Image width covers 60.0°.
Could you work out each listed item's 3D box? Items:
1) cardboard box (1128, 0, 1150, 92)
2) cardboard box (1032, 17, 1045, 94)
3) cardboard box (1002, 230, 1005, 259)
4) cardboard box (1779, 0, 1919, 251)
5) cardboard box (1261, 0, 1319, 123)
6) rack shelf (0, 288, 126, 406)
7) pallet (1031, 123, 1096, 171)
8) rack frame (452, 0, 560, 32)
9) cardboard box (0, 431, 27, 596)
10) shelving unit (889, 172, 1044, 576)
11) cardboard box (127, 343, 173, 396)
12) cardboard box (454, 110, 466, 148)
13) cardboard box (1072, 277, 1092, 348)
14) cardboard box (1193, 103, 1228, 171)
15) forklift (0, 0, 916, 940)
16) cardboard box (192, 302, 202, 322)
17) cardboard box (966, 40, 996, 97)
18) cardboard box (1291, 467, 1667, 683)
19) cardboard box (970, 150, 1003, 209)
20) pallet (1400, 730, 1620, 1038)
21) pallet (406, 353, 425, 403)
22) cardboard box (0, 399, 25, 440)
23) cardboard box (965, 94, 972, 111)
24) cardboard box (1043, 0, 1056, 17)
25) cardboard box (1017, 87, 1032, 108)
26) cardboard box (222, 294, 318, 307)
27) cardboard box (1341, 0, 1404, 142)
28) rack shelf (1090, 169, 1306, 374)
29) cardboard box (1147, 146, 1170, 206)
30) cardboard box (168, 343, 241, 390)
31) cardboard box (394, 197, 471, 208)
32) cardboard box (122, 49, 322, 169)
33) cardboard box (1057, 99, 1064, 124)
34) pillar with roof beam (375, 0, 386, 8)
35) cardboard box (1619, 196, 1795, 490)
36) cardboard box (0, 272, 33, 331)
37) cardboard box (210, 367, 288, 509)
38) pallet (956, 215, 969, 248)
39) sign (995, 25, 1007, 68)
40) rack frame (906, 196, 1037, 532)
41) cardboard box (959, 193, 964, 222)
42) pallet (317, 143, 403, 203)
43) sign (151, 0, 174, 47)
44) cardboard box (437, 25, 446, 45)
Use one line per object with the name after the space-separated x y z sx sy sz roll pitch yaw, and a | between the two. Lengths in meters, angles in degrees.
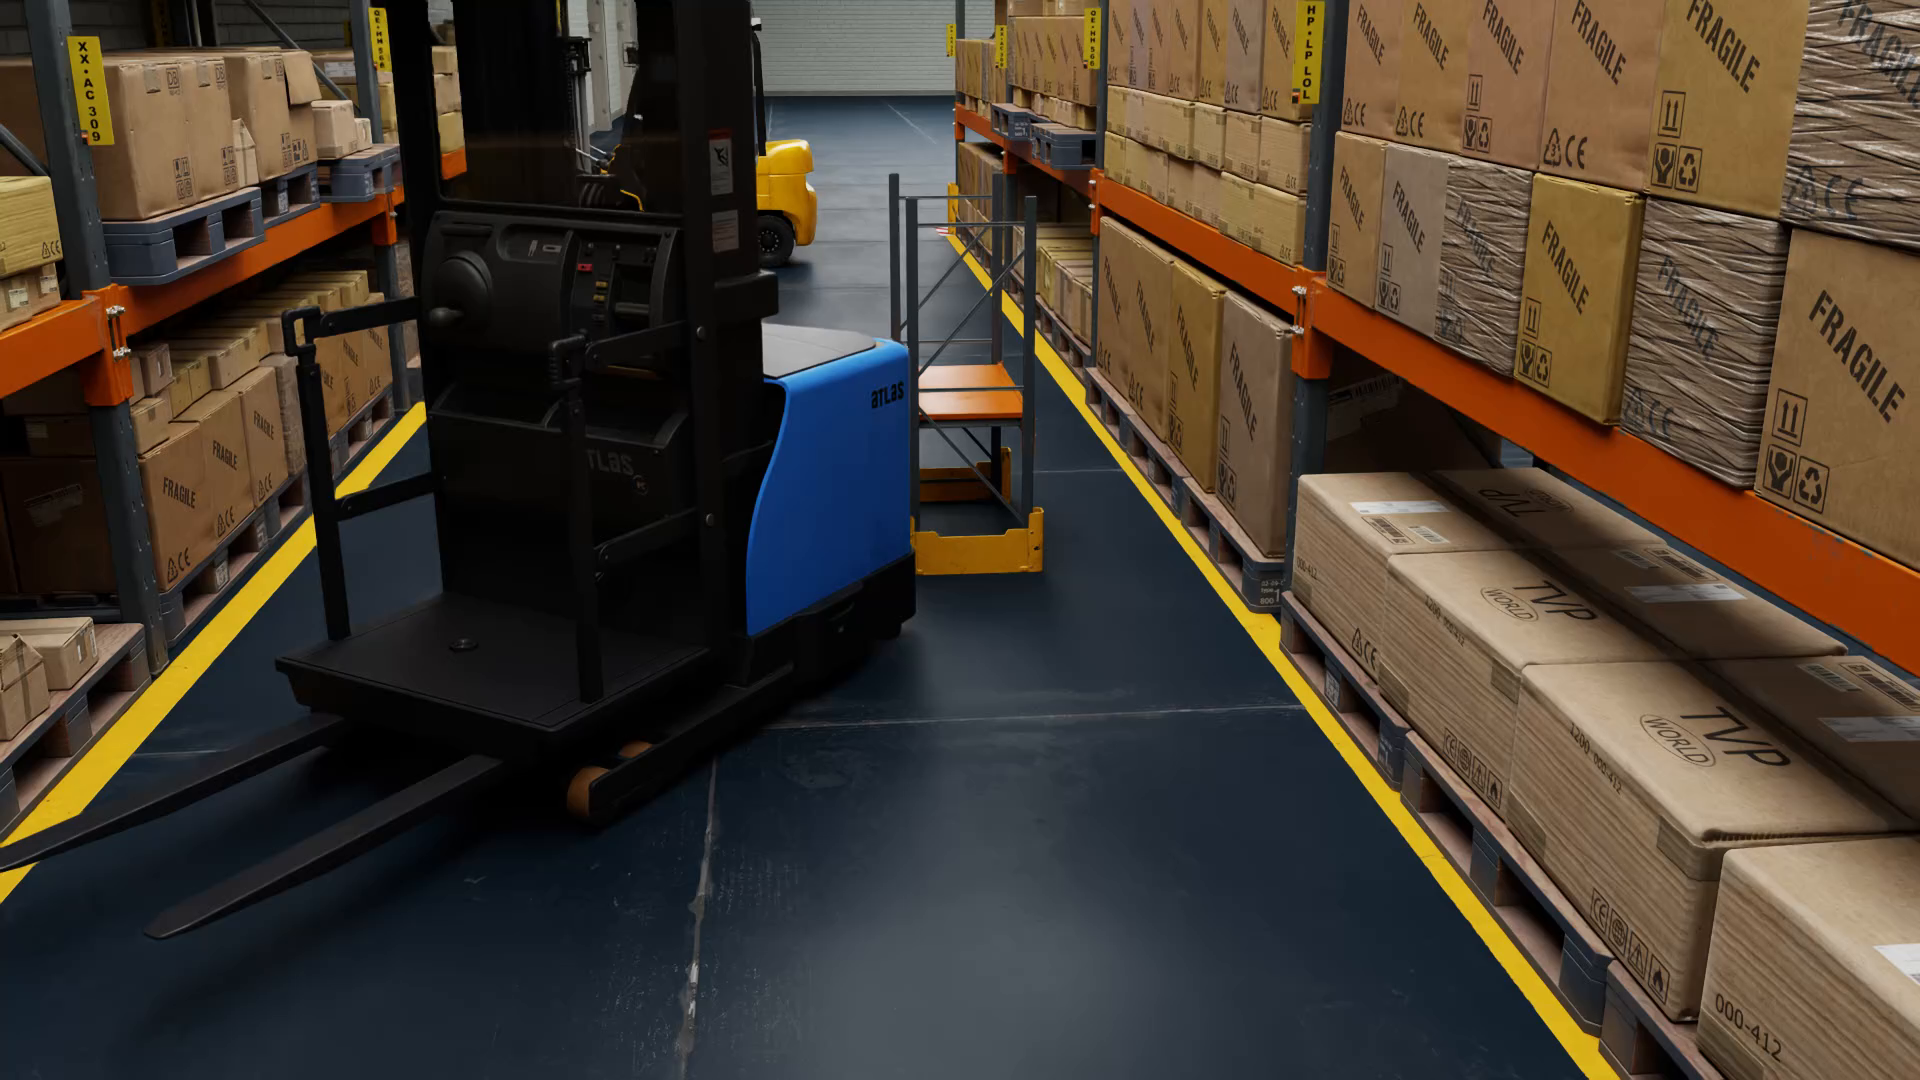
1.150 -2.531 8.396 0.500 0.500 0.500 -2 18 -5 | cardboard box
0.785 -3.292 11.291 0.500 0.500 0.500 -2 18 -8 | cardboard box
0.541 -2.557 14.203 0.500 0.250 0.500 -1 17 -3 | cardboard box
1.737 -0.741 2.693 0.500 0.500 0.500 -2 18 -5 | cardboard box
1.398 -1.767 5.962 0.500 0.500 0.500 -1 17 -4 | cardboard box
-3.037 -0.023 3.445 1.077 0.370 4.000 -2 18 -6 | rack shelf
1.102 -2.426 10.218 1.213 0.211 1.003 -2 18 -6 | pallet
-4.481 -4.538 16.623 1.000 3.000 0.127 -2 18 -6 | rack frame
-3.588 -0.107 5.983 0.500 0.500 0.500 -2 18 -6 | cardboard box
-0.008 -0.738 7.025 0.587 1.500 1.083 -2 18 -6 | shelving unit
-3.090 -0.613 6.013 0.380 0.149 0.250 -3 18 -8 | cardboard box
-3.678 -2.834 11.446 0.500 0.250 0.500 -2 18 -5 | cardboard box
1.233 -1.424 10.391 0.950 0.372 0.625 -3 18 -9 | cardboard box
1.288 -1.711 7.034 0.500 0.250 0.500 -1 17 -4 | cardboard box
-1.316 -0.756 4.692 1.130 2.935 3.031 9 20 28 | forklift
-3.870 -1.071 7.970 0.380 0.149 0.250 -3 18 -8 | cardboard box
0.340 -4.426 15.604 0.500 0.500 0.500 -2 18 -7 | cardboard box
1.652 0.095 5.441 0.875 0.438 0.875 -2 18 -6 | cardboard box
0.369 -3.377 15.564 0.500 0.500 0.500 -1 17 -5 | cardboard box
1.824 0.807 4.255 1.003 0.211 1.213 -2 18 -6 | pallet
-3.701 -1.070 10.234 1.003 0.211 1.213 -2 18 -6 | pallet
-3.600 -0.459 6.020 0.380 0.149 0.250 -2 18 -6 | cardboard box
0.253 -4.231 16.067 0.380 0.149 0.250 -2 17 -5 | cardboard box
0.780 -3.728 11.597 0.380 0.149 0.250 -1 17 -3 | cardboard box
0.629 -3.332 12.500 0.380 0.149 0.250 -1 17 -5 | cardboard box
-3.328 -1.092 8.036 0.380 0.149 0.250 -1 17 -4 | cardboard box
1.502 -1.492 5.087 0.500 0.500 0.500 -2 18 -5 | cardboard box
1.488 -1.370 7.733 1.077 0.370 4.000 -2 18 -6 | rack shelf
1.201 -1.775 8.072 0.500 0.250 0.500 -1 17 -4 | cardboard box
-3.189 -0.708 6.813 0.380 0.149 0.250 -2 18 -6 | cardboard box
-4.003 -2.258 12.626 0.875 0.625 0.625 -1 17 -3 | cardboard box
-3.303 -1.923 7.422 0.797 0.503 0.637 -2 18 -7 | cardboard box
0.825 -2.706 10.507 0.380 0.149 0.250 -3 18 -8 | cardboard box
-1.023 -7.298 15.399 9.100 9.000 0.400 -2 18 -6 | pillar with roof beam
1.694 -0.411 3.313 0.500 0.500 0.500 -1 17 -4 | cardboard box
-2.910 -0.679 4.750 0.380 0.149 0.250 -1 17 -4 | cardboard box
-3.181 -0.428 7.006 0.500 0.500 0.500 -2 18 -7 | cardboard box
0.513 -3.096 16.686 1.003 0.211 1.213 -2 18 -6 | pallet
0.330 -3.894 13.129 0.100 0.325 0.005 -2 18 -6 | sign
0.044 -0.590 6.551 0.500 1.500 0.032 -2 18 -6 | rack frame
0.264 -3.332 16.671 0.500 0.250 0.500 -2 18 -6 | cardboard box
-3.516 -1.863 8.423 1.213 0.211 1.003 -2 18 -6 | pallet
-4.207 -2.689 8.800 0.100 0.325 0.005 -2 18 -6 | sign
-3.940 -4.024 13.240 0.380 0.149 0.250 -2 17 -5 | cardboard box
